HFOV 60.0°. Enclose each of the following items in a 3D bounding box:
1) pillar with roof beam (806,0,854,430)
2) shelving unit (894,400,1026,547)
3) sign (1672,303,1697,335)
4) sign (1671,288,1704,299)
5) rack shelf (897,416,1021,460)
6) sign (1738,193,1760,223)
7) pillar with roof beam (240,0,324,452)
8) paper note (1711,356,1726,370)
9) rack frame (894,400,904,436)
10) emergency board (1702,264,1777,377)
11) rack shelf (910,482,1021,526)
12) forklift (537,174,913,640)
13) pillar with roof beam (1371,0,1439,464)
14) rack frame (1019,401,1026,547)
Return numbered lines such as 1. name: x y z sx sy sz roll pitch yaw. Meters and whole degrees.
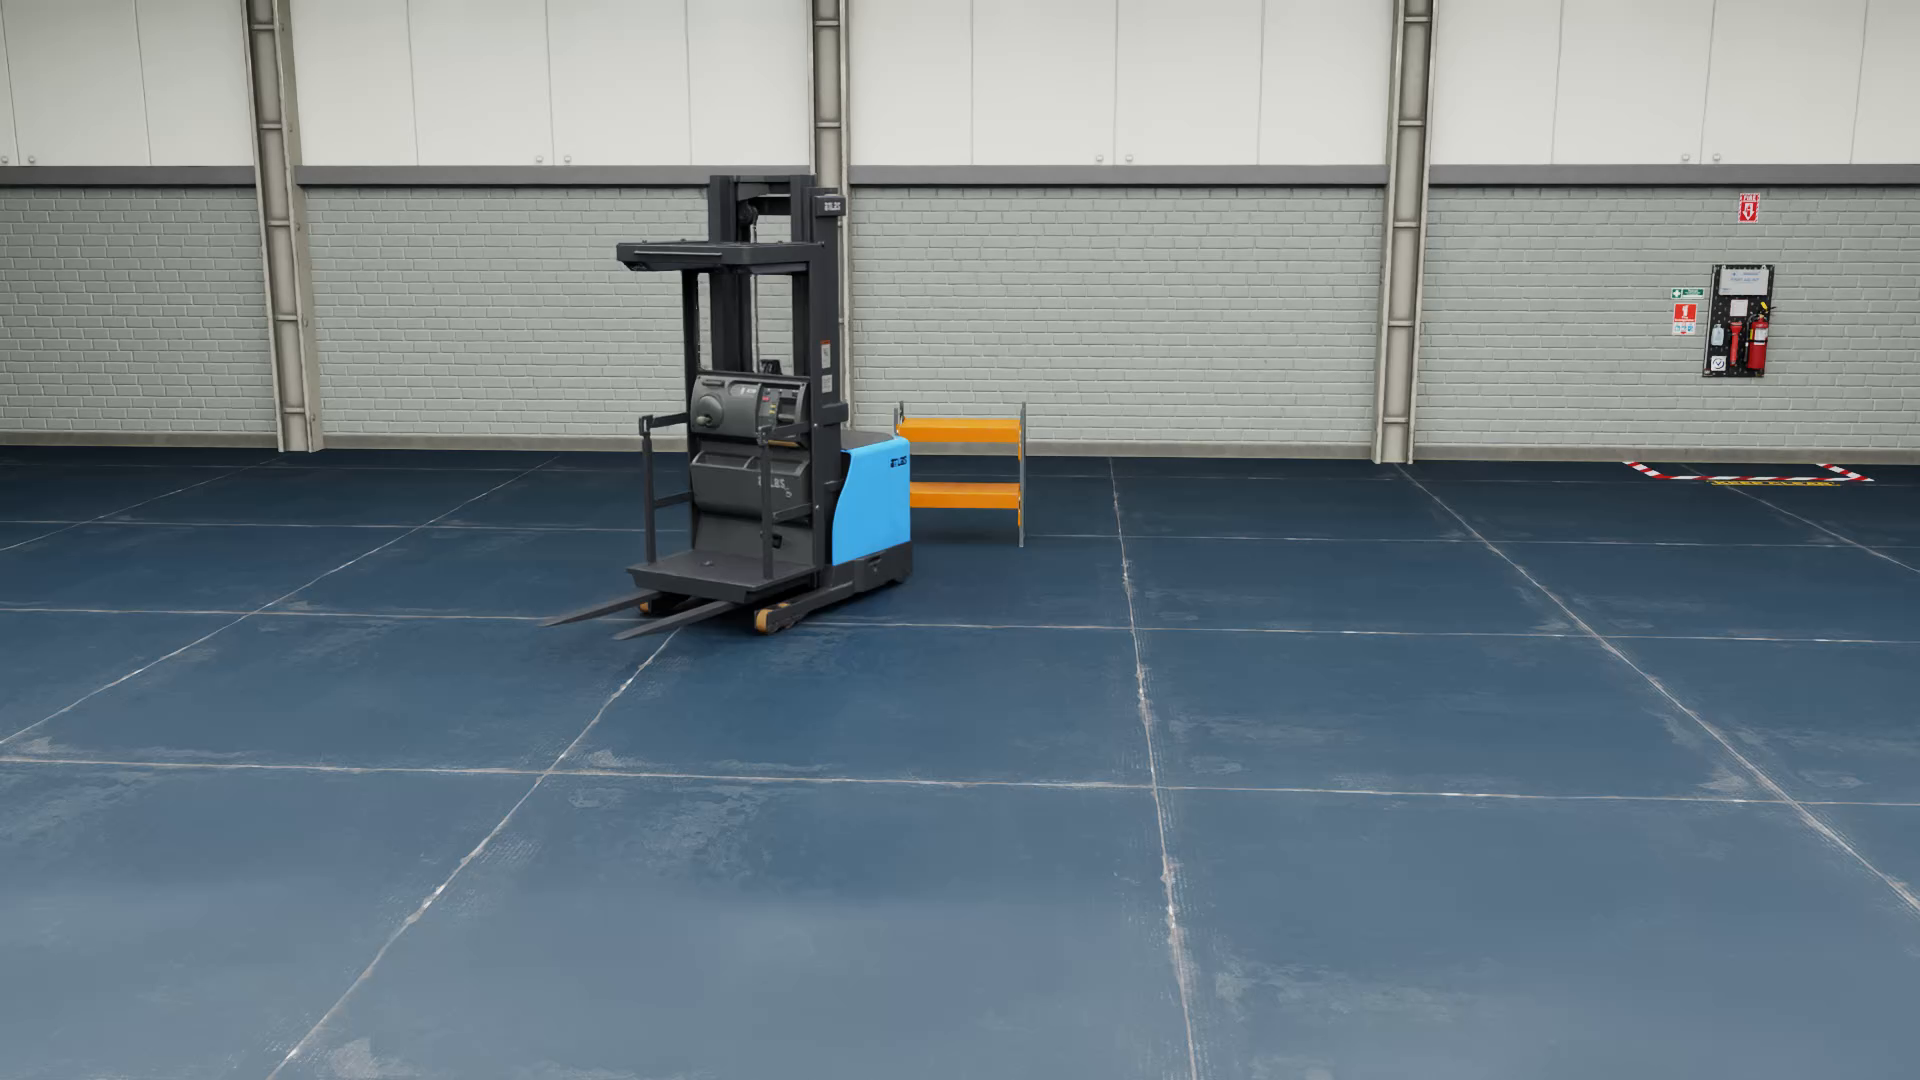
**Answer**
1. pillar with roof beam: -1.656 -4.450 13.065 0.400 9.000 9.100 1 12 4
2. shelving unit: 0.007 -0.550 13.652 1.048 1.125 0.538 1 12 4
3. sign: 7.596 -2.317 17.431 0.234 0.329 0.001 1 12 4
4. sign: 7.600 -2.574 17.367 0.331 0.109 0.001 1 12 4
5. rack shelf: 0.007 -0.837 13.593 1.000 0.278 0.538 1 12 4
6. sign: 8.140 -3.426 17.158 0.199 0.298 0.001 1 12 4
7. pillar with roof beam: -7.643 -4.532 13.457 0.400 9.000 9.100 1 12 4
8. paper note: 7.969 -1.856 17.466 0.142 0.148 0.016 1 12 4
9. rack frame: -0.500 -0.557 13.686 0.032 1.125 0.500 1 12 4
10. emergency board: 8.141 -2.271 17.297 0.643 1.169 0.194 1 12 4
11. rack shelf: 0.007 -0.311 13.703 1.000 0.278 0.538 1 12 4
12. forklift: -1.536 -0.928 11.044 1.130 2.935 3.031 7 14 30
13. pillar with roof beam: 4.330 -4.368 12.672 0.400 9.000 9.100 1 12 4
14. rack frame: 0.514 -0.544 13.619 0.032 1.125 0.500 1 12 4
